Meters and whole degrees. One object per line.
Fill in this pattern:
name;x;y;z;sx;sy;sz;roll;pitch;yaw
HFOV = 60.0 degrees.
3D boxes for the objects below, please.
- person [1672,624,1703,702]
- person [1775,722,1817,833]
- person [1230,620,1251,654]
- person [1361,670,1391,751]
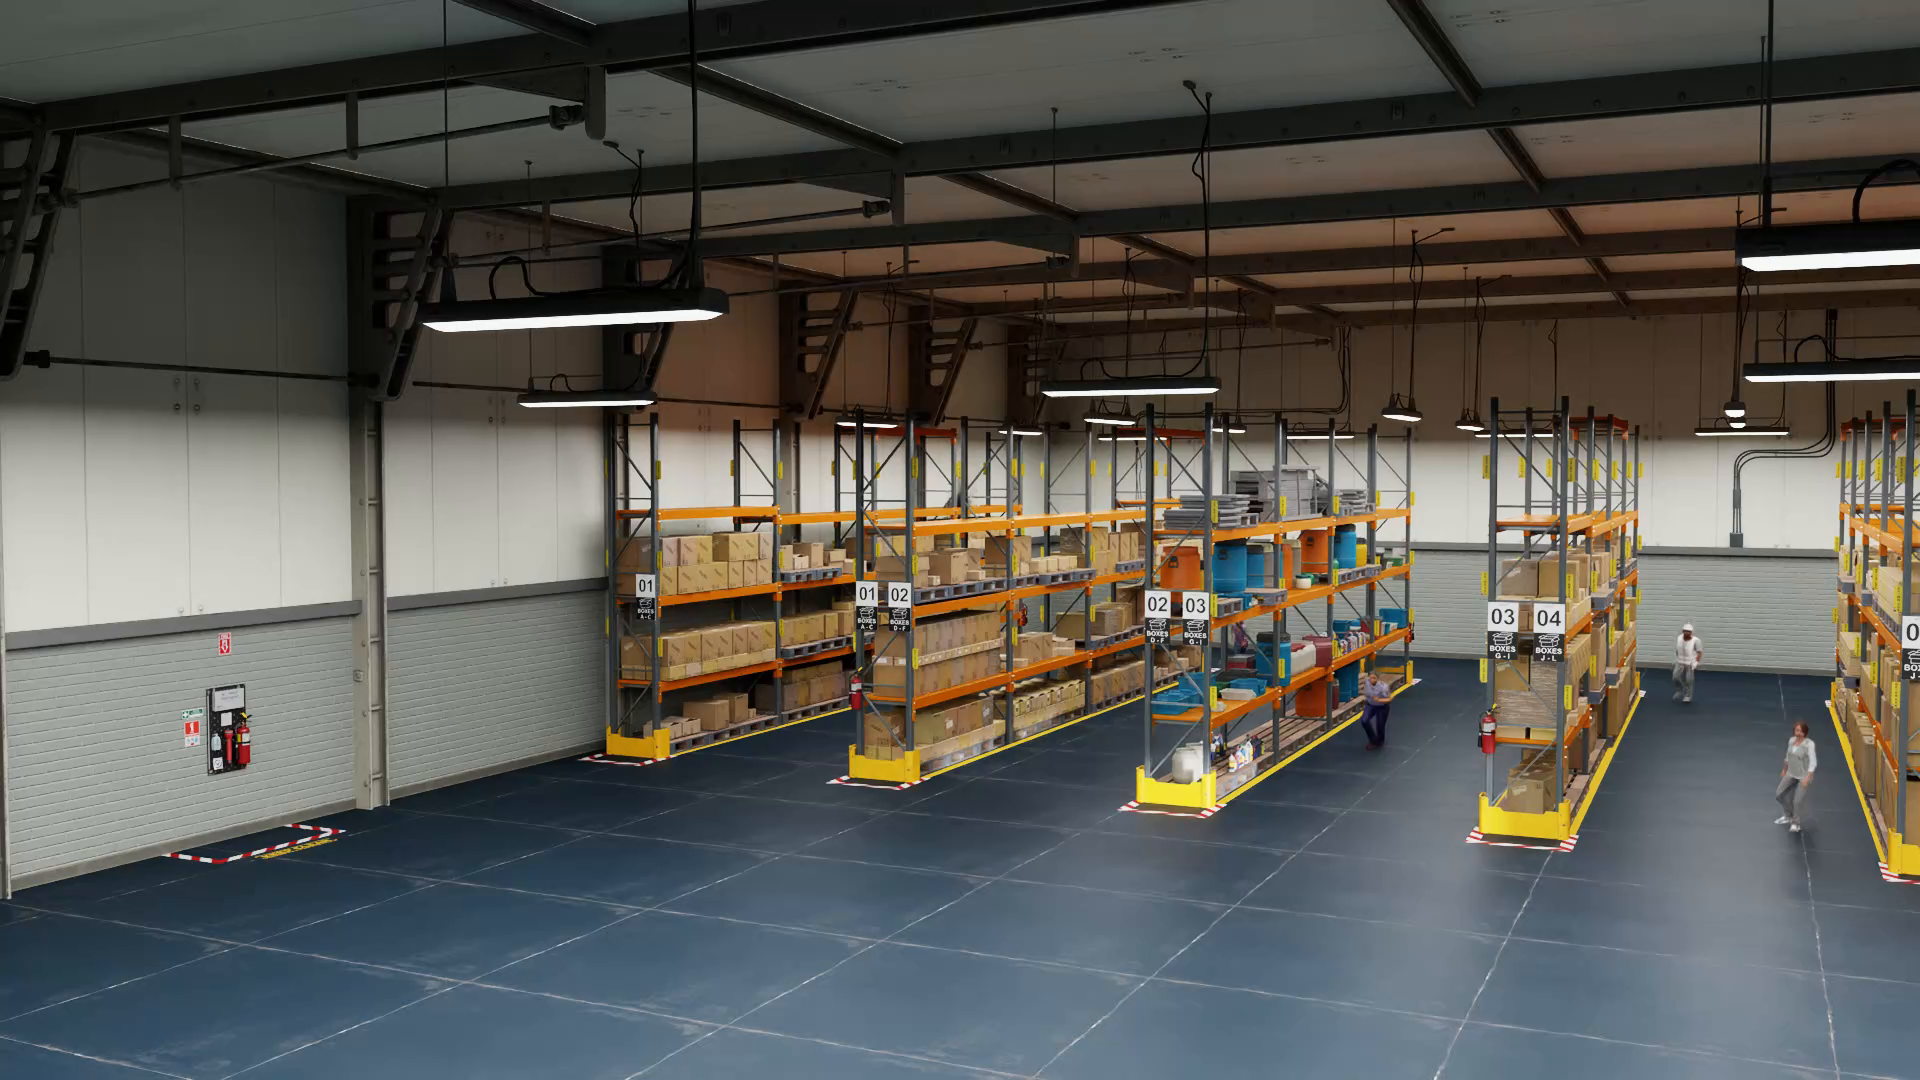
person;15.558;2.635;35.578;0.666;1.715;0.699;2;3;43
person;11.534;3.273;22.945;0.430;1.583;0.653;-1;3;-27
person;6.967;2.587;41.163;0.529;1.416;1.012;1;3;18
person;7.450;3.014;29.651;0.591;1.458;1.059;1;3;30
